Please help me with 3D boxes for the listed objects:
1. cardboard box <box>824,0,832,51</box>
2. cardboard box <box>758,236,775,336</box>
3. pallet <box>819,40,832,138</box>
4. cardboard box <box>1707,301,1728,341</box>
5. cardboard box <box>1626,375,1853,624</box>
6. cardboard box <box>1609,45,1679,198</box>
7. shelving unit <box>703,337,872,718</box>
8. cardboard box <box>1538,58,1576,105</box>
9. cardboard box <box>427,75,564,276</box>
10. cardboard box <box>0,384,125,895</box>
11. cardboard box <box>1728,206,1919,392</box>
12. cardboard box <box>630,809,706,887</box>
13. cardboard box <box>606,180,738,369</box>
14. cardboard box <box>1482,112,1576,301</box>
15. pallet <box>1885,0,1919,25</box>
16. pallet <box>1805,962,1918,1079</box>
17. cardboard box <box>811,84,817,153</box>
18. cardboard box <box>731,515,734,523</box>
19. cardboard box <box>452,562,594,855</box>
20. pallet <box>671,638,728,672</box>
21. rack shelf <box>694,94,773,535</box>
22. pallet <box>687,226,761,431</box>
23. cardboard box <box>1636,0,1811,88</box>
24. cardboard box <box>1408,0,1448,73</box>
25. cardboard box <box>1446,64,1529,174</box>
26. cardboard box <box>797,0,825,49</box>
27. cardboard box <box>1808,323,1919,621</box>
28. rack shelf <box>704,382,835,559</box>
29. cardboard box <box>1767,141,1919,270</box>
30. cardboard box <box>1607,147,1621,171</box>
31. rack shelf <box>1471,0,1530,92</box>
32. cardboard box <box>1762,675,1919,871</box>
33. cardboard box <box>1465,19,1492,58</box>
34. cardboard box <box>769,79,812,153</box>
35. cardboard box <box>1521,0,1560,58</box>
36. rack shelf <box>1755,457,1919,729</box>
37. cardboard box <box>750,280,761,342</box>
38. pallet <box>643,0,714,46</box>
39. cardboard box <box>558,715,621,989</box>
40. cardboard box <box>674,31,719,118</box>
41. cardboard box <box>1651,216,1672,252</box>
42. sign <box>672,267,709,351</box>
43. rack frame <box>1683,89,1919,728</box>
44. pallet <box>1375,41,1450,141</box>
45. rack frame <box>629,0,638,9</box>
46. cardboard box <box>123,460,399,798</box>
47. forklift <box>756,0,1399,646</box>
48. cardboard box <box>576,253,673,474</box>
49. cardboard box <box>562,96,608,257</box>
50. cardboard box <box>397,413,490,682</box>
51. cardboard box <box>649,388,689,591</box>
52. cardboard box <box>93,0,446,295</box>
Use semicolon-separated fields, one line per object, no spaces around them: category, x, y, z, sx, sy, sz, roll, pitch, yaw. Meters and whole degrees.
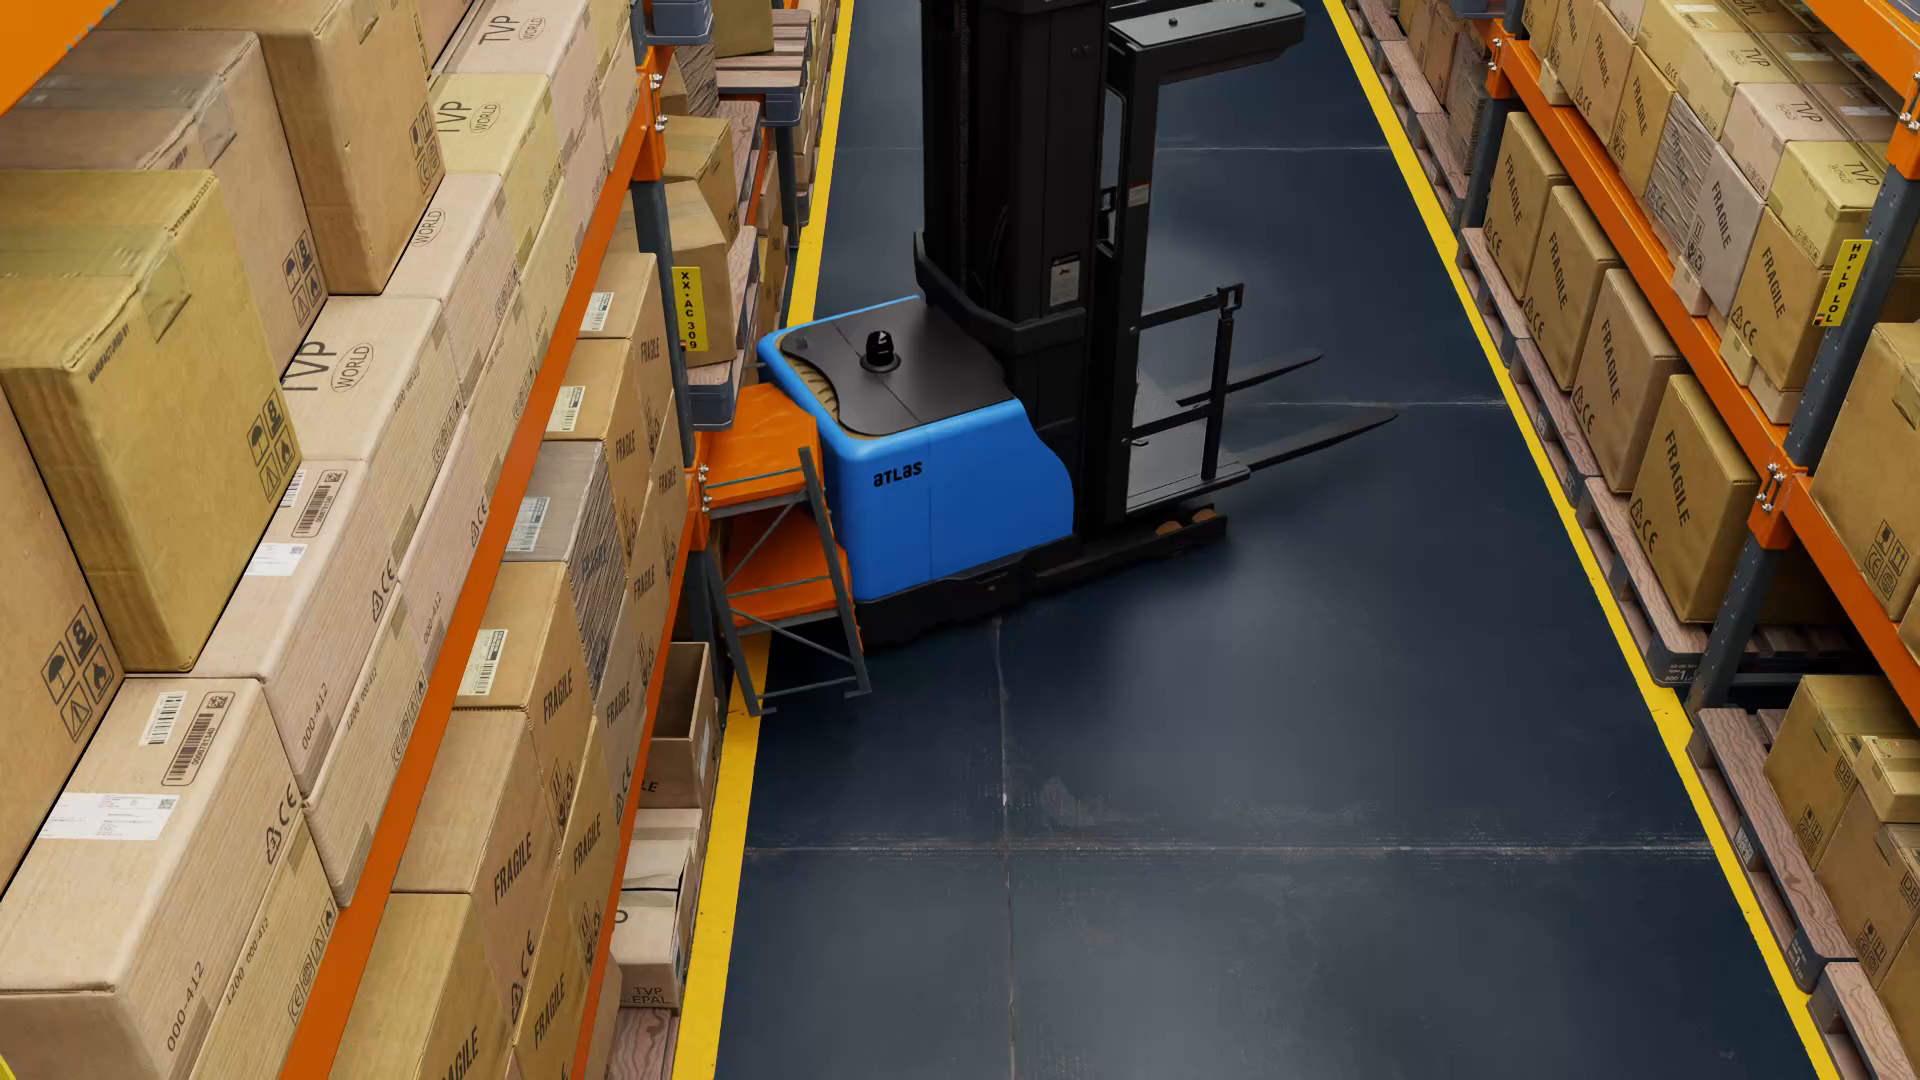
cardboard box;-1.178;-3.635;11.750;0.500;0.250;0.500;1;39;1
cardboard box;-1.228;-1.226;8.528;0.500;0.500;0.500;-1;39;-2
pallet;-1.424;-3.126;11.481;1.003;0.211;1.213;0;39;0
cardboard box;3.232;-0.883;6.638;0.380;0.149;0.250;1;39;1
cardboard box;3.364;-0.174;6.951;0.750;0.750;0.750;0;39;0
cardboard box;3.233;-1.839;7.313;0.500;0.500;0.500;1;39;1
shelving unit;-0.746;-0.072;6.843;0.538;1.125;1.048;-11;31;1
cardboard box;3.166;-2.324;8.436;0.380;0.149;0.250;1;39;1
cardboard box;-1.192;-0.814;3.689;0.500;0.250;0.500;0;39;0
cardboard box;-1.472;0.144;1.894;0.700;0.500;0.500;0;39;0
cardboard box;3.242;-0.894;6.133;0.500;0.500;0.500;-1;39;-1
cardboard box;-1.115;1.095;5.913;0.380;0.149;0.250;0;39;0
cardboard box;-1.236;-0.936;6.103;0.700;0.500;0.500;-13;40;-15
cardboard box;3.359;-1.809;8.992;0.750;0.750;0.750;-1;39;-1
pallet;3.444;-2.112;5.741;0.805;0.209;1.217;-1;39;-2
pallet;3.421;1.886;5.228;1.003;0.211;1.213;0;39;0
cardboard box;-1.172;-2.671;10.547;0.500;0.250;0.500;-1;39;-1
cardboard box;-1.228;-0.269;7.334;0.500;0.500;0.500;0;39;1
cardboard box;-1.197;0.401;3.972;0.500;0.500;0.500;0;39;0
pallet;-1.498;0.143;7.403;1.003;0.211;1.213;0;39;0
rack shelf;-1.462;-1.406;7.682;1.077;0.370;4.000;0;39;0
pallet;-1.351;-0.861;6.580;1.003;0.211;1.213;0;39;0
cardboard box;3.245;-2.147;7.097;0.500;0.250;0.500;-1;39;-1
cardboard box;3.513;-3.539;11.415;0.700;0.500;0.500;0;39;0
cardboard box;3.437;-2.590;10.231;0.700;0.500;0.500;0;39;1
cardboard box;-1.179;-3.544;11.189;0.500;0.311;0.500;0;39;-1
cardboard box;3.479;-0.220;5.386;0.980;0.700;0.700;1;39;1
rack shelf;-0.798;-0.319;6.694;0.538;0.278;1.000;-11;31;1
cardboard box;3.238;-1.190;5.903;0.500;0.250;0.500;1;39;1
cardboard box;3.288;-1.843;7.836;0.380;0.149;0.250;1;39;1
rack shelf;3.487;-3.914;10.810;1.077;0.370;4.000;0;39;0
cardboard box;3.393;0.837;5.970;0.700;0.500;0.500;0;39;1
cardboard box;3.499;-3.239;10.441;0.500;0.250;0.500;1;39;1
cardboard box;-1.171;-2.575;9.980;0.500;0.311;0.500;1;39;1
cardboard box;3.234;-2.803;8.515;0.500;0.500;0.500;1;39;1
rack shelf;3.497;1.089;4.568;1.077;0.370;4.000;0;39;0
cardboard box;-1.219;-1.167;7.855;0.500;0.250;0.500;-1;39;-1
pallet;-1.390;-1.942;5.526;1.213;0.211;1.003;0;39;0
cardboard box;-1.194;0.799;4.274;0.500;0.500;0.500;0;39;1
cardboard box;-1.540;-2.175;7.650;0.700;0.500;0.500;7;39;8
cardboard box;3.253;-1.358;7.231;0.380;0.149;0.250;-1;39;-1
sign;-0.917;-0.780;5.632;0.100;0.325;0.005;0;39;0
rack frame;3.494;-0.442;5.903;1.000;3.000;0.127;0;39;0
pallet;3.492;-3.105;11.456;1.003;0.211;1.213;0;39;0
rack frame;-1.459;-2.778;4.020;1.000;3.000;0.127;0;39;0
cardboard box;-1.189;0.124;2.518;0.500;0.250;0.500;0;39;0
forklift;0.661;-1.340;7.079;3.031;2.935;1.130;-18;42;-21
cardboard box;-1.200;-0.550;5.158;0.500;0.500;0.500;0;39;0
cardboard box;-1.203;-0.932;4.236;0.500;0.250;0.500;0;39;0
cardboard box;-1.191;0.006;3.065;0.500;0.250;0.500;0;39;0
cardboard box;-1.202;-0.163;5.475;0.500;0.500;0.500;1;39;1
cardboard box;-1.402;-0.794;3.064;0.700;0.500;0.500;0;39;0
